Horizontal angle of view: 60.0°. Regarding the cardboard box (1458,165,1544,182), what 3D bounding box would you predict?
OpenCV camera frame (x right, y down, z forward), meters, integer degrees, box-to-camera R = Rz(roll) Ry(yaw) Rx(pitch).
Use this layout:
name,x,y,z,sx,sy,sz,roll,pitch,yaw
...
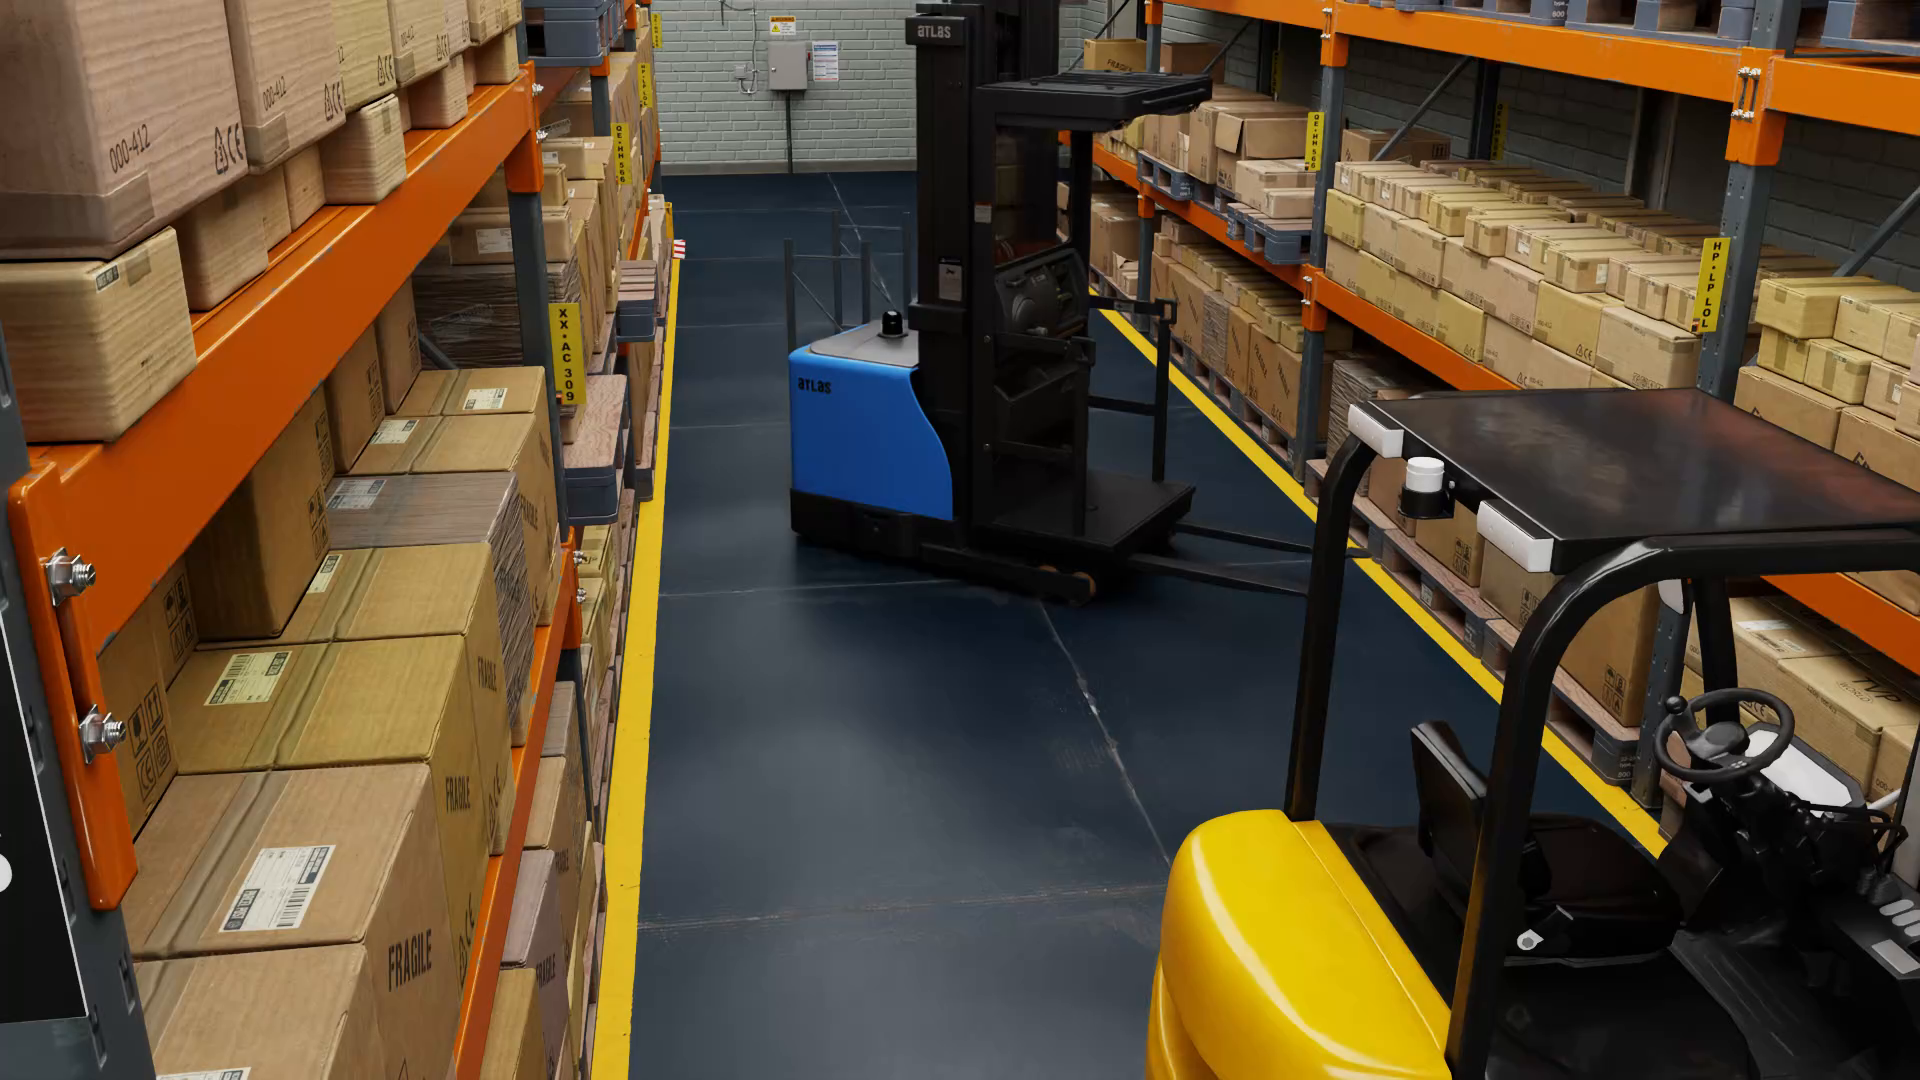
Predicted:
name,x,y,z,sx,sy,sz,roll,pitch,yaw
cardboard box,2.948,-1.953,9.088,0.380,0.149,0.250,-2,21,-6

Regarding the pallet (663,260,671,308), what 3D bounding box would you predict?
name,x,y,z,sx,sy,sz,roll,pitch,yaw
pallet,-3.147,-2.307,15.092,1.003,0.211,1.213,-3,21,-8

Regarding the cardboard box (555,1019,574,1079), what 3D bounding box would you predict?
name,x,y,z,sx,sy,sz,roll,pitch,yaw
cardboard box,-1.275,1.490,4.270,0.500,0.250,0.500,-3,21,-7

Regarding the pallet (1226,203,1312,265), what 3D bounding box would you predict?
name,x,y,z,sx,sy,sz,roll,pitch,yaw
pallet,2.386,-1.931,10.373,1.213,0.211,1.003,-3,21,-8

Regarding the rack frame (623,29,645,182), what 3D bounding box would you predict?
name,x,y,z,sx,sy,sz,roll,pitch,yaw
rack frame,-2.935,-2.923,12.755,1.000,3.000,0.127,-3,21,-8

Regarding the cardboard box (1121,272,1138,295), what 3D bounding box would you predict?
name,x,y,z,sx,sy,sz,roll,pitch,yaw
cardboard box,1.605,-2.214,14.331,0.380,0.149,0.250,-4,21,-9

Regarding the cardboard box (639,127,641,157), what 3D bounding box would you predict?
name,x,y,z,sx,sy,sz,roll,pitch,yaw
cardboard box,-2.631,-2.946,12.318,0.500,0.250,0.500,-3,21,-8

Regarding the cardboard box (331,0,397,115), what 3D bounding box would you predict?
name,x,y,z,sx,sy,sz,roll,pitch,yaw
cardboard box,-1.176,-0.782,2.526,0.500,0.250,0.500,-2,21,-6

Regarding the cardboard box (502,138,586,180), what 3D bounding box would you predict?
name,x,y,z,sx,sy,sz,roll,pitch,yaw
cardboard box,-1.844,-1.673,7.312,0.380,0.149,0.250,-4,21,-10

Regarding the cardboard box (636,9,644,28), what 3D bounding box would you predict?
name,x,y,z,sx,sy,sz,roll,pitch,yaw
cardboard box,-3.085,-4.752,15.152,0.380,0.149,0.250,-2,21,-7

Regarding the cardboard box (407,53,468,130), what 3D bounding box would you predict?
name,x,y,z,sx,sy,sz,roll,pitch,yaw
cardboard box,-1.300,-0.990,3.651,0.380,0.149,0.250,-2,21,-6

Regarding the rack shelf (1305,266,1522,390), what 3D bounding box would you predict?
name,x,y,z,sx,sy,sz,roll,pitch,yaw
rack shelf,2.841,-0.760,7.992,1.077,0.370,4.000,-3,21,-8

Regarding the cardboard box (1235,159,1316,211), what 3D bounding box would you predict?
name,x,y,z,sx,sy,sz,roll,pitch,yaw
cardboard box,2.080,-2.265,10.608,0.500,0.250,0.500,-4,21,-10

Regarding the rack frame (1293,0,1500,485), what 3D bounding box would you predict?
name,x,y,z,sx,sy,sz,roll,pitch,yaw
rack frame,2.553,-1.790,9.721,1.000,3.000,0.127,-3,21,-8

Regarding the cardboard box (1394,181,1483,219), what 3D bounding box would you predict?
name,x,y,z,sx,sy,sz,roll,pitch,yaw
cardboard box,2.460,-1.745,8.532,0.380,0.149,0.250,-3,21,-7

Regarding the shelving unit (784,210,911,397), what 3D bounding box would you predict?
name,x,y,z,sx,sy,sz,roll,pitch,yaw
shelving unit,-0.663,-1.193,10.267,0.538,1.500,1.048,4,21,11

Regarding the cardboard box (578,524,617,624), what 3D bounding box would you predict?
name,x,y,z,sx,sy,sz,roll,pitch,yaw
cardboard box,-2.069,0.210,7.521,0.950,0.372,0.625,-2,21,-6

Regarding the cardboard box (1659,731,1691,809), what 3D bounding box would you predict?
name,x,y,z,sx,sy,sz,roll,pitch,yaw
cardboard box,2.871,0.871,5.927,0.500,0.250,0.500,-3,21,-7

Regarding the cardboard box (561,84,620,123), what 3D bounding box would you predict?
name,x,y,z,sx,sy,sz,roll,pitch,yaw
cardboard box,-2.269,-2.408,9.803,0.500,0.500,0.500,-3,21,-8

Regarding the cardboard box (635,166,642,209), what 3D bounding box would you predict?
name,x,y,z,sx,sy,sz,roll,pitch,yaw
cardboard box,-2.549,-2.534,11.927,0.500,0.250,0.500,-3,21,-9

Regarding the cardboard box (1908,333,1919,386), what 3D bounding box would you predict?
name,x,y,z,sx,sy,sz,roll,pitch,yaw
cardboard box,2.990,-0.501,4.776,0.380,0.149,0.250,-2,21,-7

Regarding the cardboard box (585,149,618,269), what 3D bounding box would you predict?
name,x,y,z,sx,sy,sz,roll,pitch,yaw
cardboard box,-1.933,-1.599,8.042,0.500,0.500,0.500,-3,21,-9

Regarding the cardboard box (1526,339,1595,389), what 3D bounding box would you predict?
name,x,y,z,sx,sy,sz,roll,pitch,yaw
cardboard box,2.720,-0.670,6.936,0.500,0.250,0.500,-3,21,-8

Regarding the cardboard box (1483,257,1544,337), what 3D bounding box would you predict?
name,x,y,z,sx,sy,sz,roll,pitch,yaw
cardboard box,2.656,-1.081,7.323,0.500,0.250,0.500,-3,21,-7

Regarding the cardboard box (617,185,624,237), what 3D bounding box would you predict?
name,x,y,z,sx,sy,sz,roll,pitch,yaw
cardboard box,-2.187,-1.890,9.489,0.500,0.250,0.500,-3,21,-8

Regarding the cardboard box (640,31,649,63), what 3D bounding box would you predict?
name,x,y,z,sx,sy,sz,roll,pitch,yaw
cardboard box,-2.964,-4.143,14.450,0.500,0.500,0.500,-3,21,-8

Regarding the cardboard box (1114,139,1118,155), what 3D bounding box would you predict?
name,x,y,z,sx,sy,sz,roll,pitch,yaw
cardboard box,1.549,-3.425,14.457,0.380,0.149,0.250,-2,21,-6

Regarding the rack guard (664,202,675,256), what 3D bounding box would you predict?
name,x,y,z,sx,sy,sz,roll,pitch,yaw
rack guard,-3.515,-3.145,16.923,1.175,0.500,0.348,-3,21,-8

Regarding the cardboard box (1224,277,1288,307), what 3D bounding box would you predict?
name,x,y,z,sx,sy,sz,roll,pitch,yaw
cardboard box,2.068,-1.738,11.628,0.380,0.149,0.250,-4,21,-10

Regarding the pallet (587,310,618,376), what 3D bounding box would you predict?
name,x,y,z,sx,sy,sz,roll,pitch,yaw
pallet,-2.033,-0.765,7.251,1.003,0.211,1.213,-3,21,-8

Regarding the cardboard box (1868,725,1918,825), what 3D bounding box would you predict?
name,x,y,z,sx,sy,sz,roll,pitch,yaw
cardboard box,3.035,0.751,4.819,0.500,0.250,0.500,-2,21,-6

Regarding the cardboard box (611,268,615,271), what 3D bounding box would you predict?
name,x,y,z,sx,sy,sz,roll,pitch,yaw
cardboard box,-1.859,-1.254,8.045,0.380,0.149,0.250,-4,21,-10

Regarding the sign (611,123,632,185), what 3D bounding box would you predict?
name,x,y,z,sx,sy,sz,roll,pitch,yaw
sign,-1.823,-2.074,8.940,0.100,0.325,0.005,-3,21,-8

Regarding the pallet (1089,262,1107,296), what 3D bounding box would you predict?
name,x,y,z,sx,sy,sz,roll,pitch,yaw
pallet,1.699,-2.529,15.687,1.003,0.211,1.213,-3,21,-8

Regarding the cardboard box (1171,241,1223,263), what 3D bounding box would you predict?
name,x,y,z,sx,sy,sz,roll,pitch,yaw
cardboard box,1.881,-2.275,13.064,0.380,0.149,0.250,-3,21,-9

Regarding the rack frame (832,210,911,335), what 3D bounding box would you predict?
name,x,y,z,sx,sy,sz,roll,pitch,yaw
rack frame,-0.561,-1.367,10.734,0.500,1.500,0.032,4,21,11

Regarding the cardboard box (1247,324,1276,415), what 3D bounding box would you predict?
name,x,y,z,sx,sy,sz,roll,pitch,yaw
cardboard box,2.217,-1.125,10.913,0.500,0.500,0.500,-3,21,-9

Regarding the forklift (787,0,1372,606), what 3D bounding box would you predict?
name,x,y,z,sx,sy,sz,roll,pitch,yaw
forklift,0.601,-1.256,8.390,3.031,2.935,1.130,11,23,28

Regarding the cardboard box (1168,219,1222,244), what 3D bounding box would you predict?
name,x,y,z,sx,sy,sz,roll,pitch,yaw
cardboard box,1.849,-2.418,13.024,0.380,0.149,0.250,-4,21,-10

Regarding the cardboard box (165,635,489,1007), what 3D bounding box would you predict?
name,x,y,z,sx,sy,sz,roll,pitch,yaw
cardboard box,-1.152,0.512,2.990,0.500,0.500,0.500,-3,21,-9

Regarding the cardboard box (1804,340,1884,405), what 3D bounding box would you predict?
name,x,y,z,sx,sy,sz,roll,pitch,yaw
cardboard box,2.954,-0.542,5.311,0.380,0.149,0.250,-2,21,-6

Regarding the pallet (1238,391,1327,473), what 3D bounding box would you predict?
name,x,y,z,sx,sy,sz,roll,pitch,yaw
pallet,2.483,-0.744,10.906,1.003,0.211,1.213,-3,21,-8

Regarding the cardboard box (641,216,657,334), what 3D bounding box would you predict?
name,x,y,z,sx,sy,sz,roll,pitch,yaw
cardboard box,-2.767,-1.914,12.489,0.875,0.875,0.875,-2,21,-6

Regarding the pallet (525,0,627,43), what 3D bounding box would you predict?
name,x,y,z,sx,sy,sz,roll,pitch,yaw
pallet,-1.918,-2.048,6.395,1.213,0.211,1.003,-3,21,-8

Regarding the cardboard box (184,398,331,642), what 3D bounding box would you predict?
name,x,y,z,sx,sy,sz,roll,pitch,yaw
cardboard box,-1.670,-0.115,3.241,0.700,0.500,0.500,-3,21,-8

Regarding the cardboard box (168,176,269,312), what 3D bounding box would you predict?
name,x,y,z,sx,sy,sz,roll,pitch,yaw
cardboard box,-1.063,-0.367,1.983,0.380,0.149,0.250,-2,21,-6

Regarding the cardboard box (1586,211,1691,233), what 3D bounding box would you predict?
name,x,y,z,sx,sy,sz,roll,pitch,yaw
cardboard box,3.117,-1.418,7.656,0.380,0.149,0.250,-3,21,-7

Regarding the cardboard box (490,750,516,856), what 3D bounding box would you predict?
name,x,y,z,sx,sy,sz,roll,pitch,yaw
cardboard box,-1.204,0.589,3.710,0.380,0.149,0.250,-3,21,-7

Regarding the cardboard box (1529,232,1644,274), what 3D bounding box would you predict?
name,x,y,z,sx,sy,sz,roll,pitch,yaw
cardboard box,2.677,-1.217,7.116,0.380,0.149,0.250,-3,21,-9

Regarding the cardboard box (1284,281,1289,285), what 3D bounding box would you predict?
name,x,y,z,sx,sy,sz,roll,pitch,yaw
cardboard box,2.550,-1.856,11.944,0.380,0.149,0.250,-4,21,-10

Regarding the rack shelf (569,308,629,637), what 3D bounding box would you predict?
name,x,y,z,sx,sy,sz,roll,pitch,yaw
rack shelf,-2.070,-0.508,7.319,1.077,0.370,4.000,-3,21,-8

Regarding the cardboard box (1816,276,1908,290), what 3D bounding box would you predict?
name,x,y,z,sx,sy,sz,roll,pitch,yaw
cardboard box,3.291,-0.888,6.236,0.380,0.149,0.250,-3,21,-9

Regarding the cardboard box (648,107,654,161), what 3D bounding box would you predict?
name,x,y,z,sx,sy,sz,roll,pitch,yaw
cardboard box,-2.878,-3.492,14.137,0.500,0.500,0.500,-3,21,-7

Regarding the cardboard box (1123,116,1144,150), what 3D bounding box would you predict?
name,x,y,z,sx,sy,sz,roll,pitch,yaw
cardboard box,1.661,-3.408,13.842,0.500,0.250,0.500,-2,21,-6
